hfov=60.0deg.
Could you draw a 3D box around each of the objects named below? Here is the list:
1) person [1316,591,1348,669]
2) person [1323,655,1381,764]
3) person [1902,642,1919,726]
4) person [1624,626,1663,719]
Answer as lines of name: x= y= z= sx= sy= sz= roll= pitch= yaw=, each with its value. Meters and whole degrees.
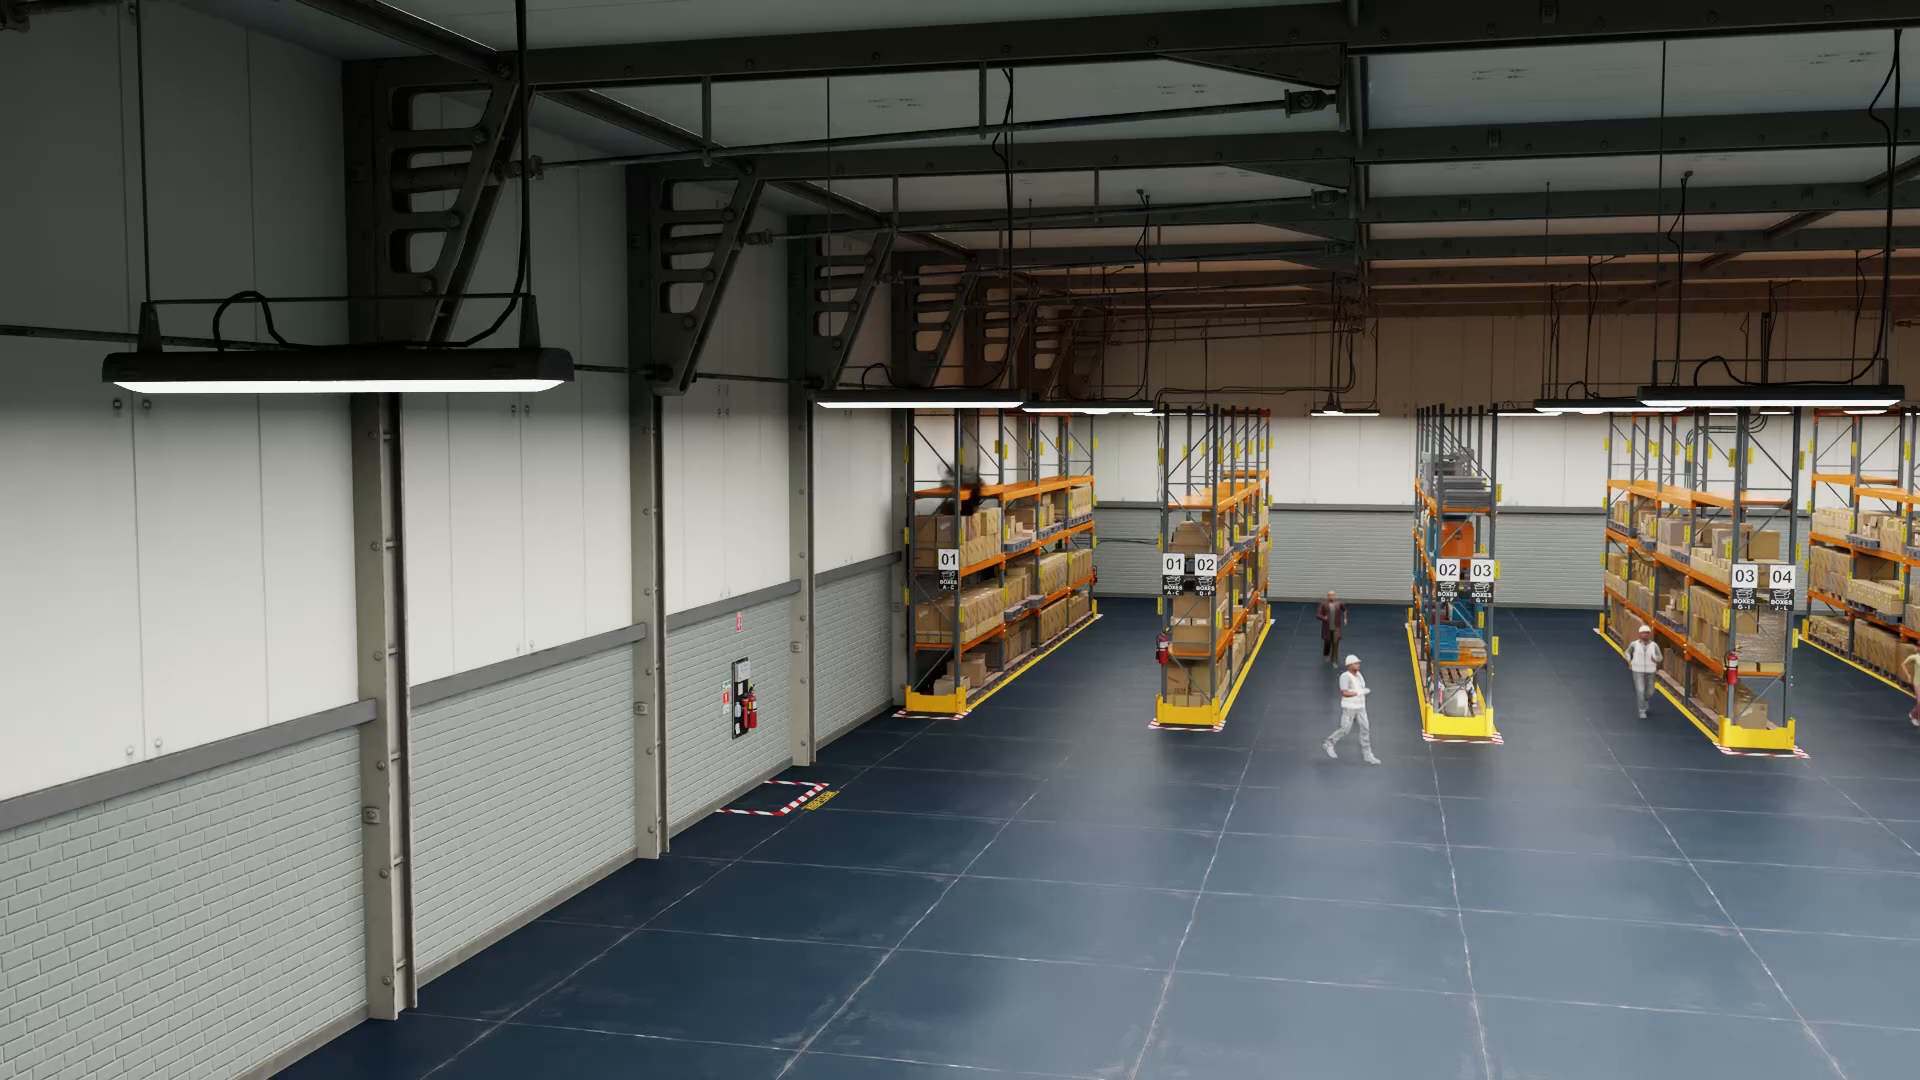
person: x=8.538 y=2.033 z=38.173 sx=0.727 sy=1.736 sz=1.153 roll=1 pitch=4 yaw=9
person: x=6.526 y=2.790 z=27.613 sx=0.688 sy=1.767 sz=0.996 roll=-4 pitch=6 yaw=-45
person: x=17.569 y=2.654 z=30.340 sx=0.574 sy=1.655 sz=0.969 roll=0 pitch=4 yaw=2
person: x=13.130 y=2.515 z=31.932 sx=0.667 sy=1.750 sz=0.915 roll=1 pitch=4 yaw=13
